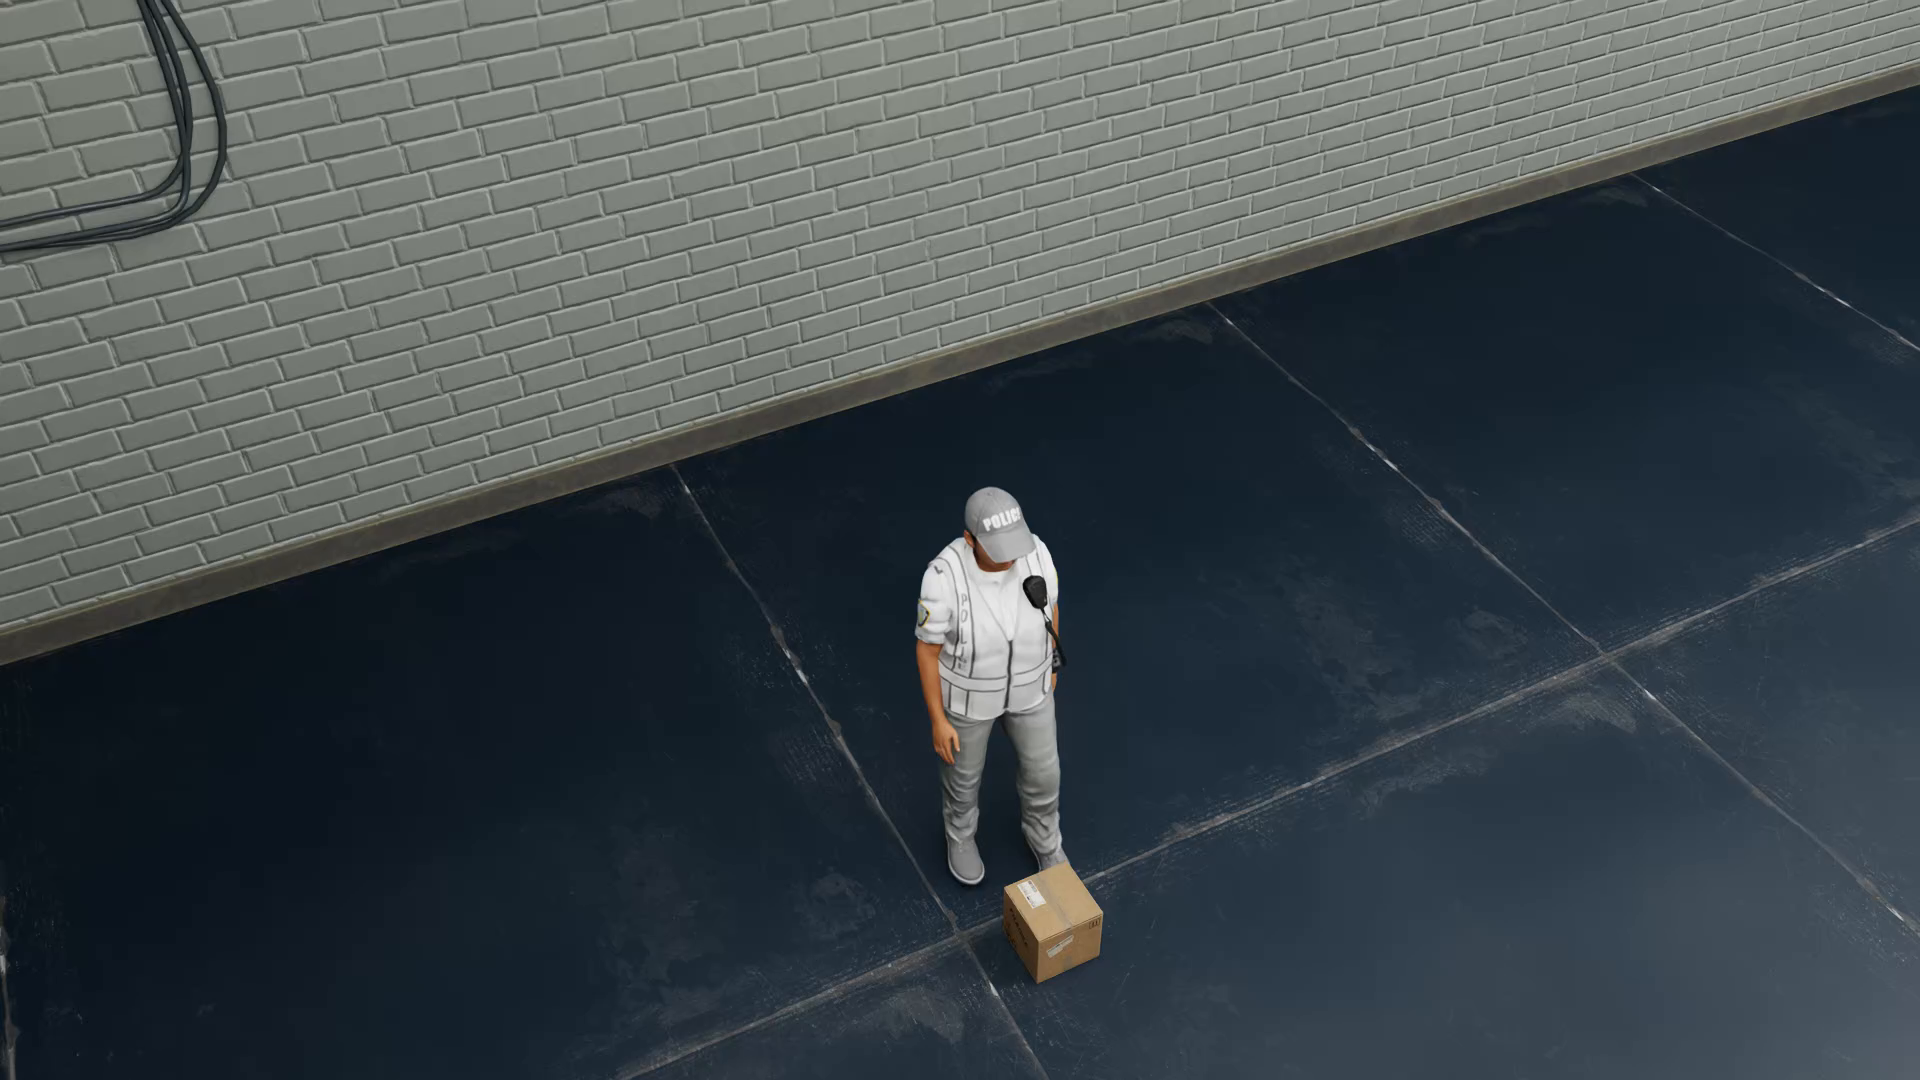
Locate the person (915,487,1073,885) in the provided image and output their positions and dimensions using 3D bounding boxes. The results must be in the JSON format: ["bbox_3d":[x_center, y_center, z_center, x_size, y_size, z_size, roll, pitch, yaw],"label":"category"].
[{"bbox_3d":[0.120,0.542,5.549,0.521,1.705,0.497,-12,43,-13],"label":"person"}]
